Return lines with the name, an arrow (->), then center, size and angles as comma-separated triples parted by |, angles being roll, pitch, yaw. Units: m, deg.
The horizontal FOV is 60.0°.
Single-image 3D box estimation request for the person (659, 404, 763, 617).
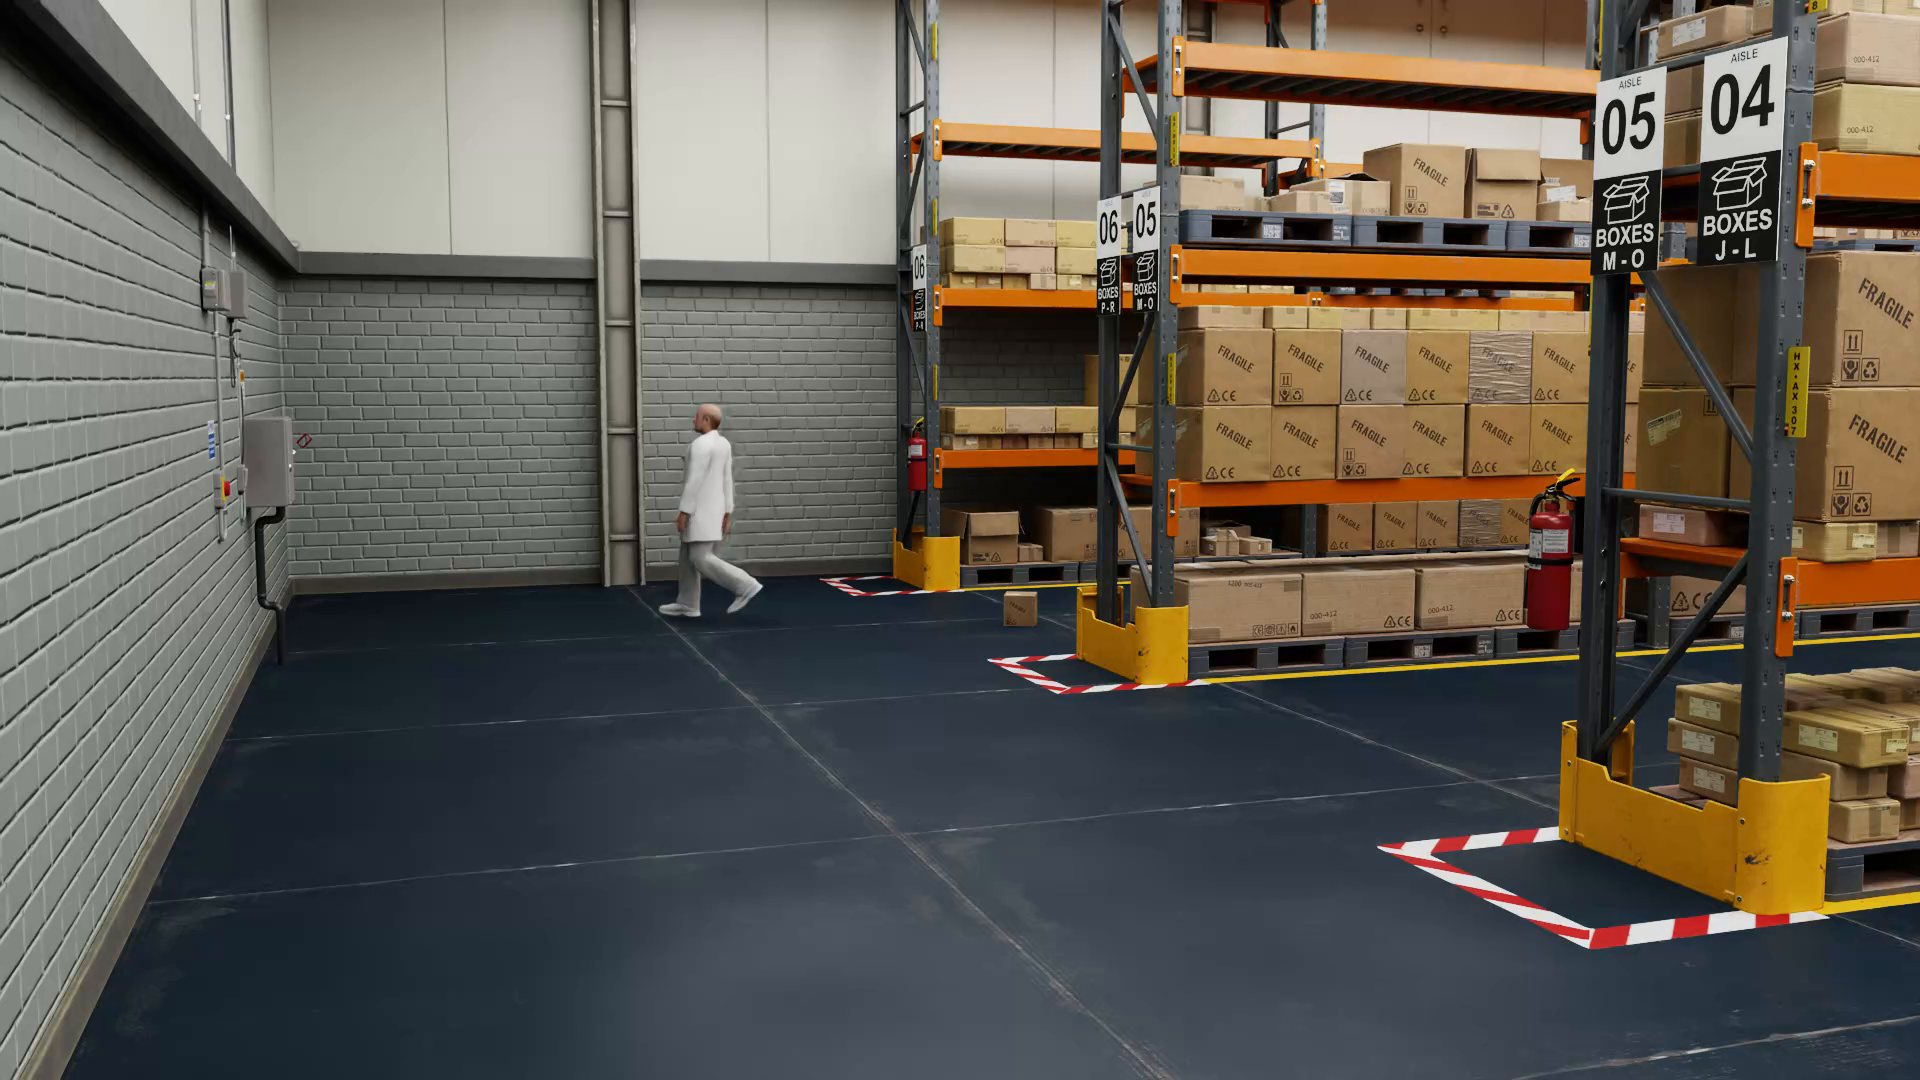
person -> -2.047, -0.230, 13.515 | 0.959, 1.746, 0.604 | 1, 6, 12
